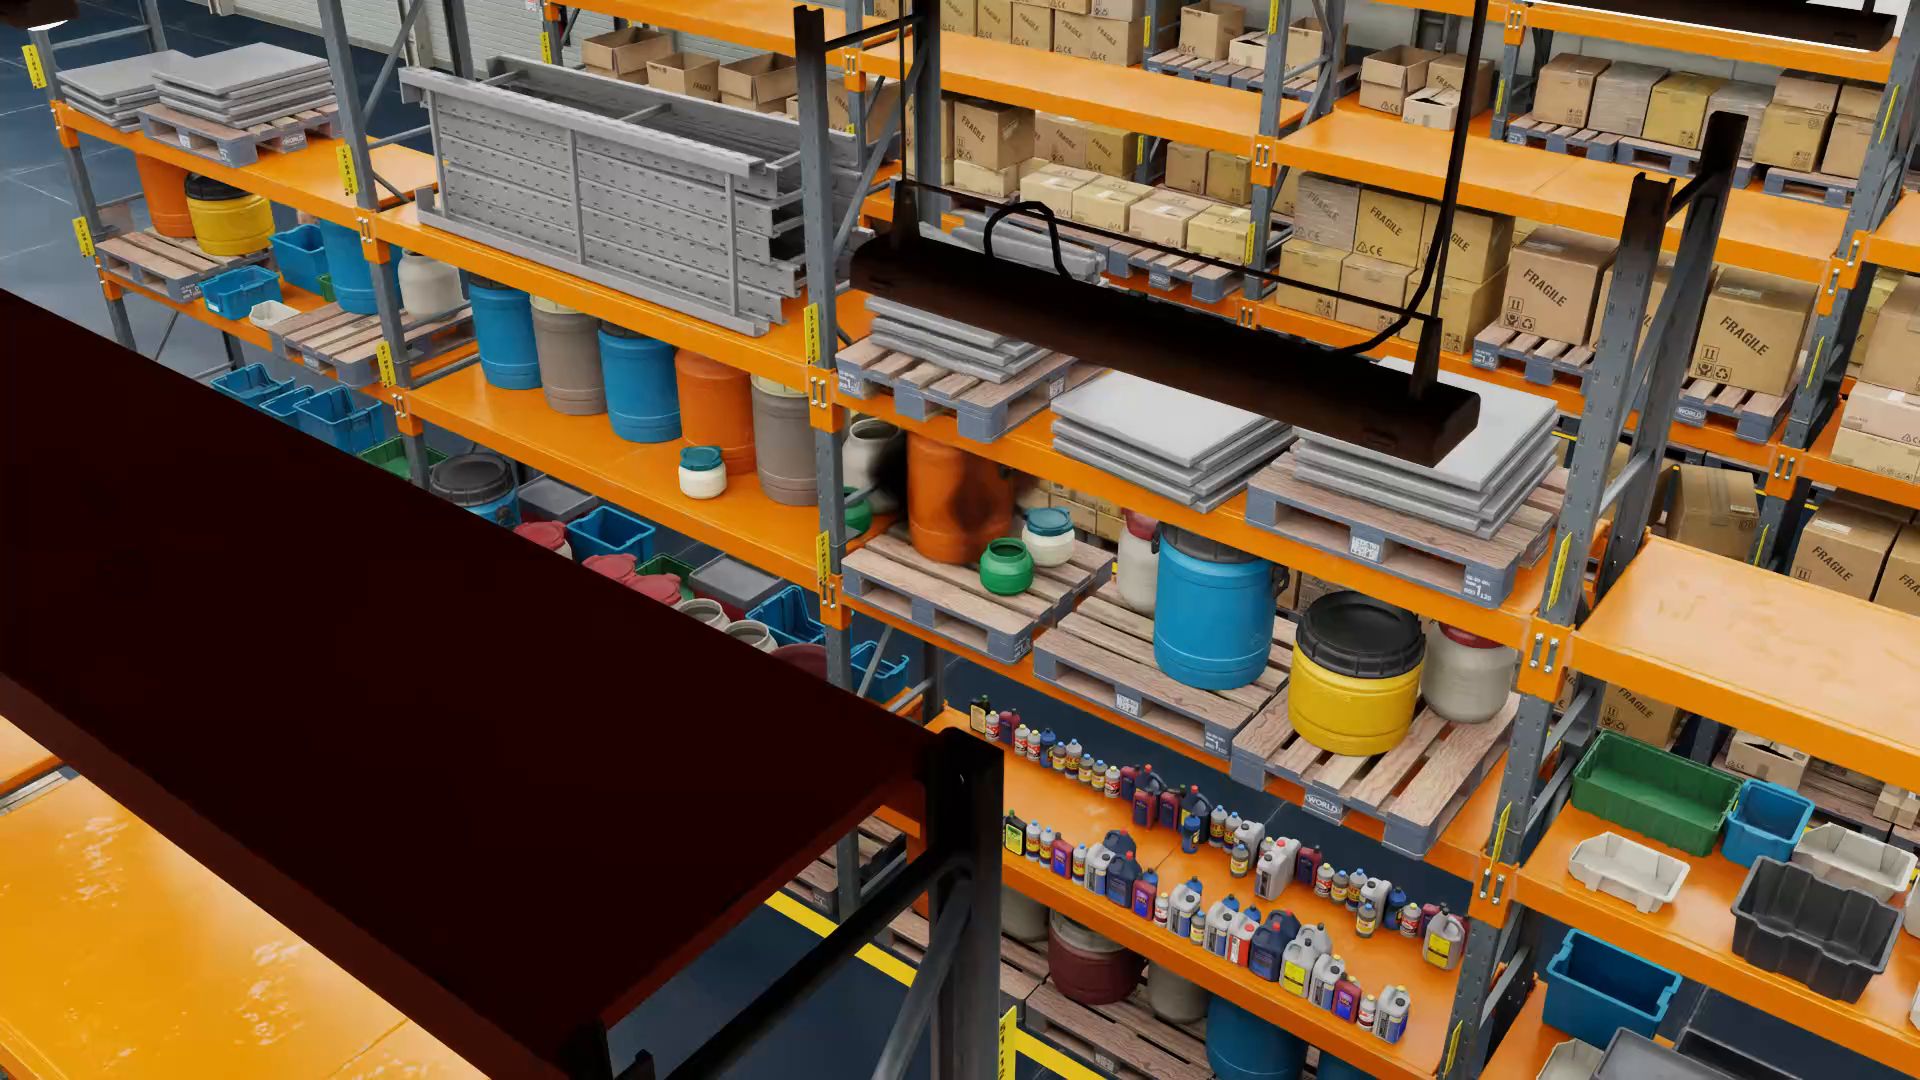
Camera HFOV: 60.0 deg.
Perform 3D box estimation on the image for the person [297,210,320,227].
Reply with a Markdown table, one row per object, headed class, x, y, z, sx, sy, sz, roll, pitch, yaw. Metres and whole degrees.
| class | x | y | z | sx | sy | sz | roll | pitch | yaw |
| --- | --- | --- | --- | --- | --- | --- | --- | --- | --- |
| person | -6.955 | -2.771 | 18.185 | 0.692 | 1.845 | 0.408 | 18 | 36 | 26 |
